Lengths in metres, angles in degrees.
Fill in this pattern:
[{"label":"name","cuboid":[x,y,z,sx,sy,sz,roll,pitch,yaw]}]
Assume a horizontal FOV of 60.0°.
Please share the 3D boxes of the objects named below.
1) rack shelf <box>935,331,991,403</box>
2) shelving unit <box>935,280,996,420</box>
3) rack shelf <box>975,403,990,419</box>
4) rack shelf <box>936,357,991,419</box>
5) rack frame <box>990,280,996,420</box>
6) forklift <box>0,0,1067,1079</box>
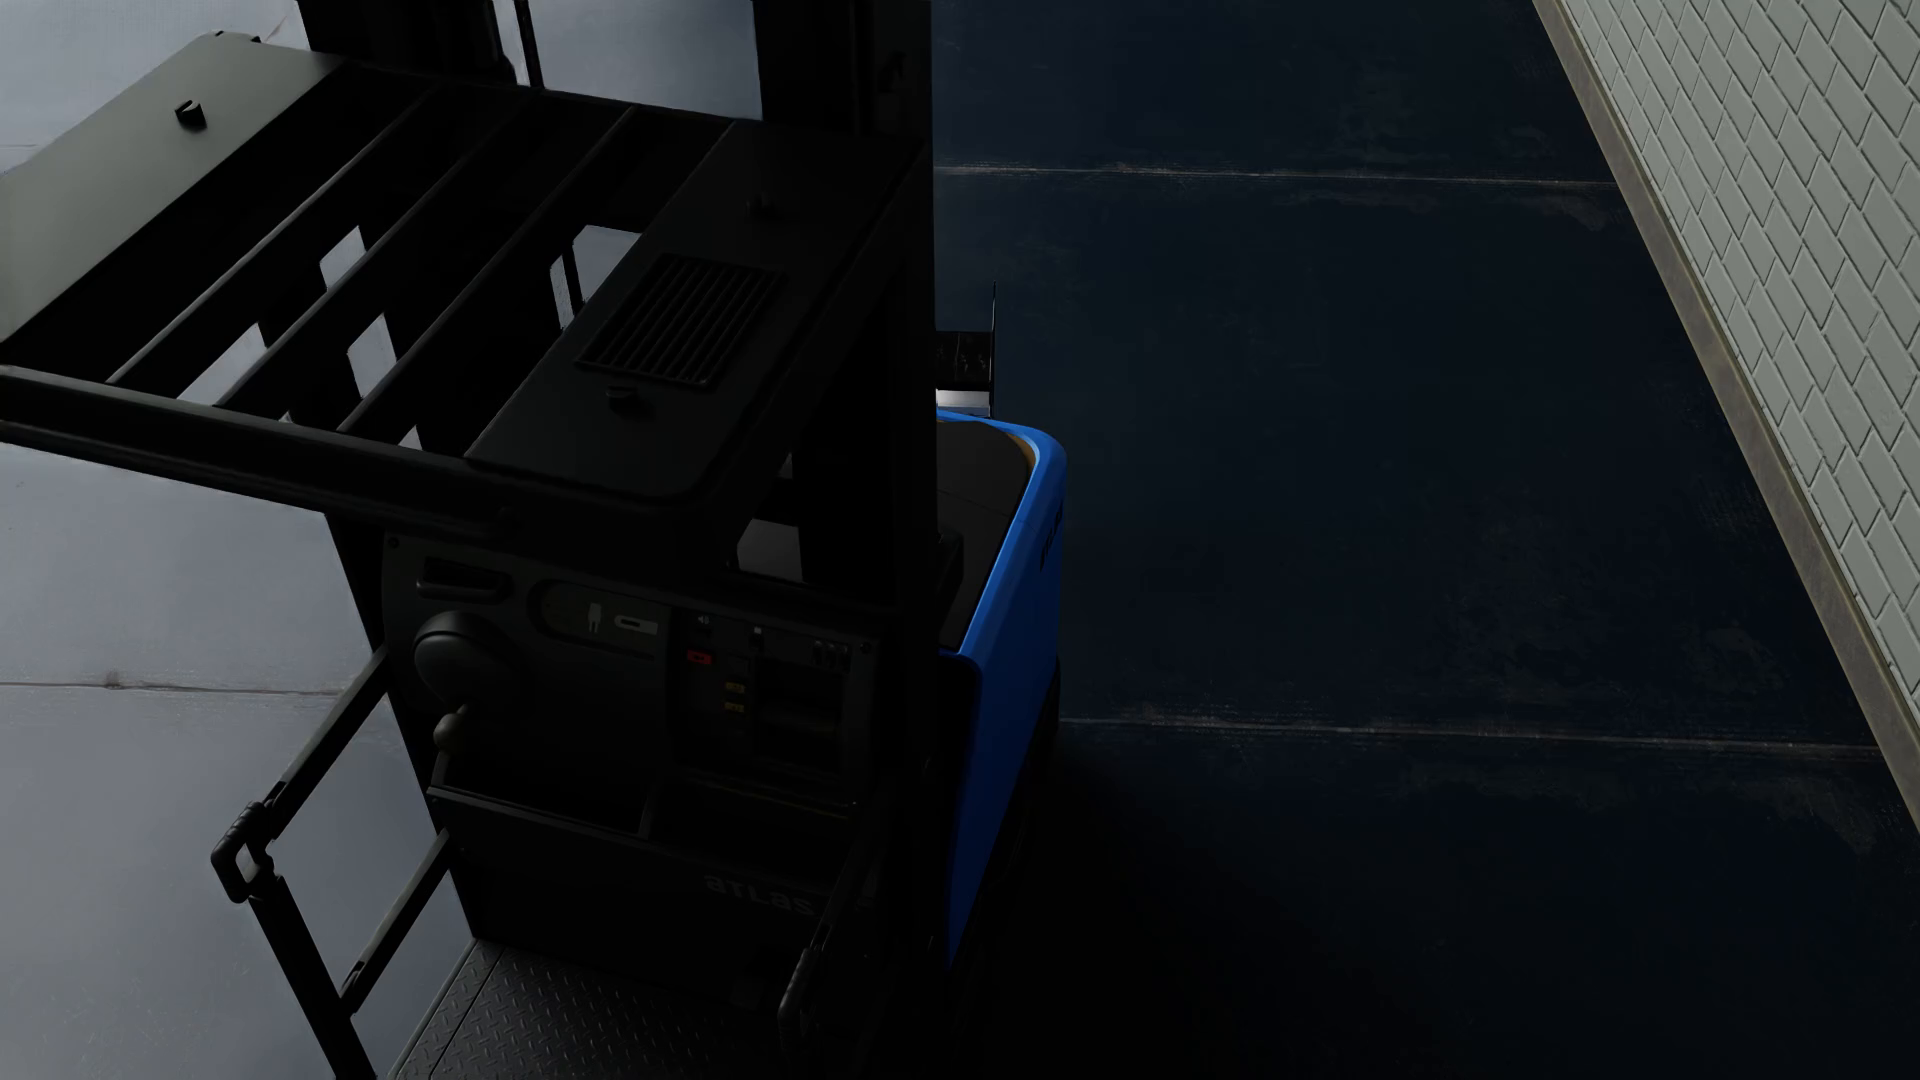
[{"label":"rack shelf","cuboid":[-0.008,-0.503,4.782,0.200,0.077,0.258,2,43,2]},{"label":"shelving unit","cuboid":[-0.008,-0.330,4.944,0.210,0.900,0.258,2,43,2]},{"label":"rack shelf","cuboid":[-0.008,-0.371,4.905,0.200,0.077,0.258,2,43,2]},{"label":"rack shelf","cuboid":[-0.008,-0.437,4.844,0.200,0.077,0.258,2,43,2]},{"label":"rack frame","cuboid":[0.093,-0.326,4.940,0.006,0.900,0.240,2,43,2]},{"label":"forklift","cuboid":[-0.645,0.324,2.752,1.130,2.935,3.031,12,44,12]}]
